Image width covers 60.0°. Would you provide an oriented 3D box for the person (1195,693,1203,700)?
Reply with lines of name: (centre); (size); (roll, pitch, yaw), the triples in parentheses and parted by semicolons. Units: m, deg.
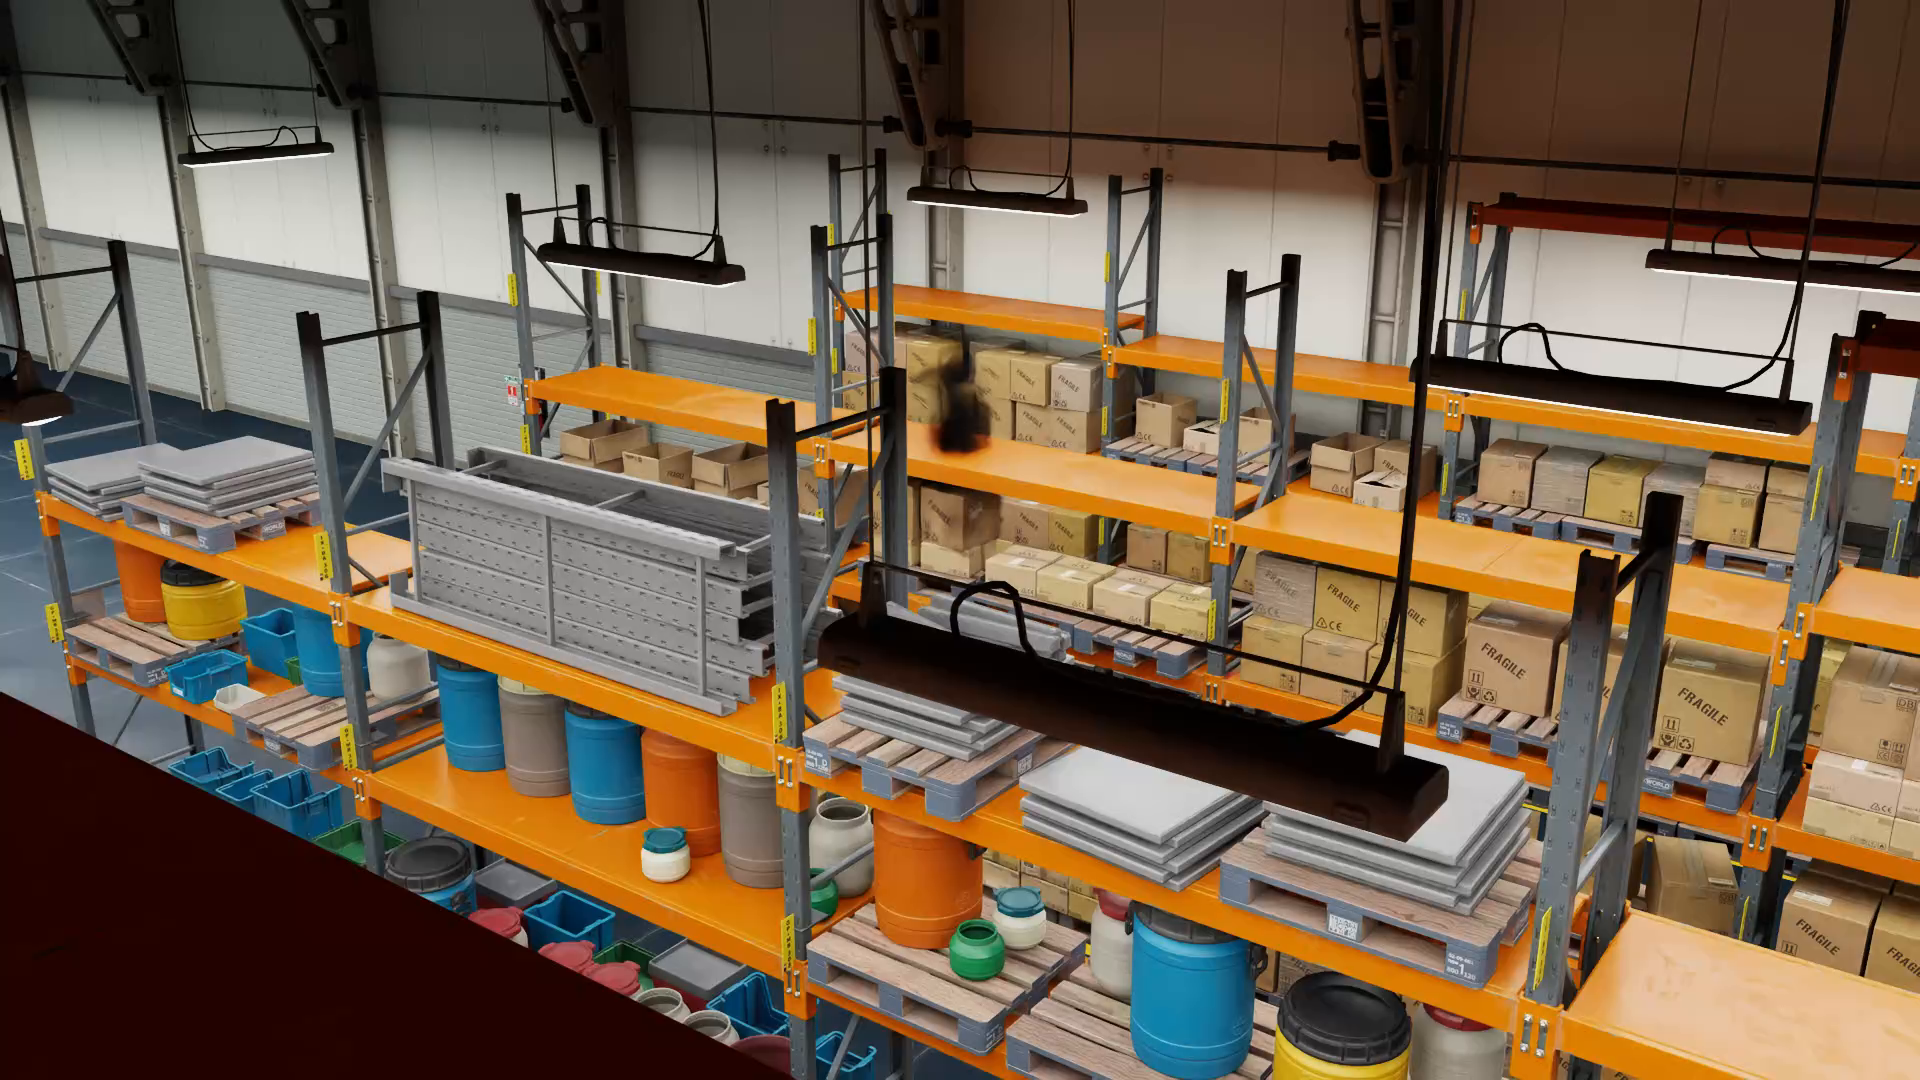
person: (2.372, 1.998, 16.337); (0.776, 1.766, 0.644); (13, 23, 34)
